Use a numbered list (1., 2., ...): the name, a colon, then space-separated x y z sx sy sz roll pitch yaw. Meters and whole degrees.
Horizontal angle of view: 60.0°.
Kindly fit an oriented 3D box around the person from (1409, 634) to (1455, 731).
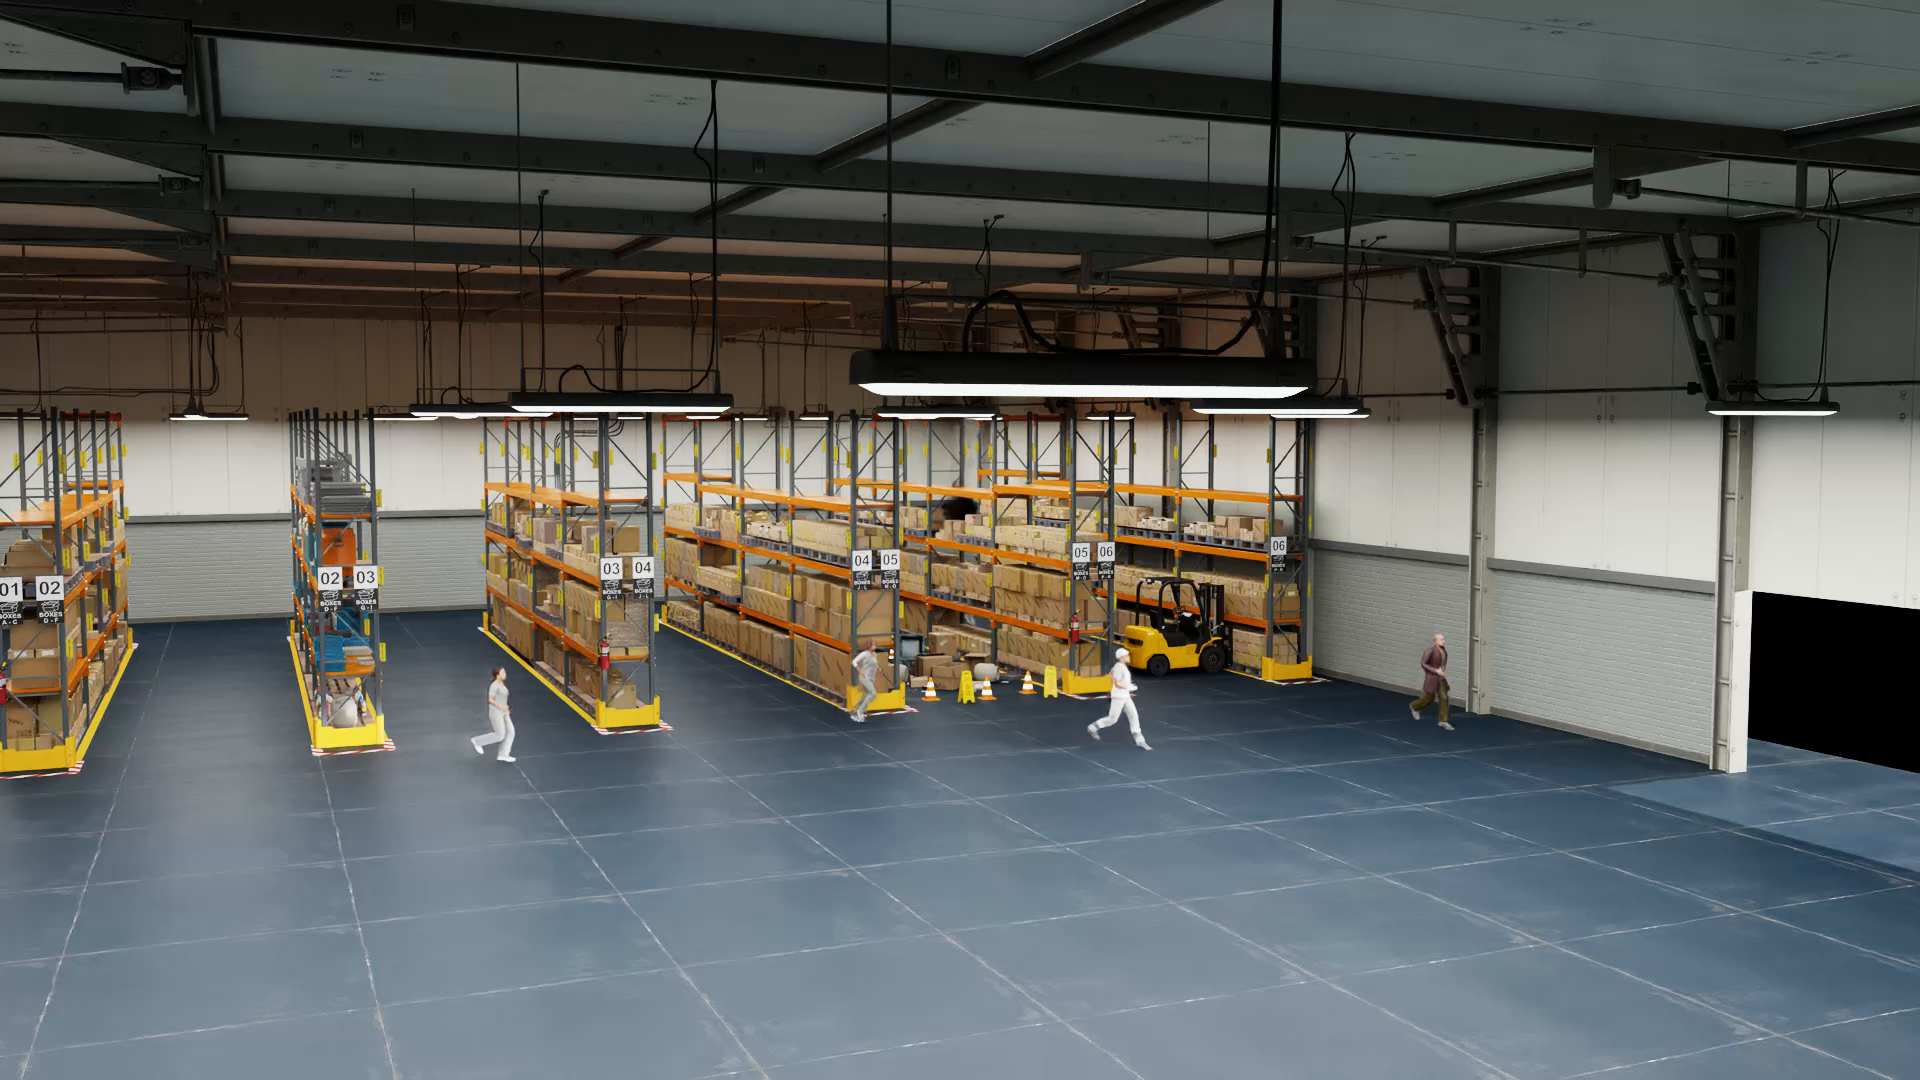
1. person: 8.932 2.645 31.357 0.734 1.774 1.076 -3 5 -35

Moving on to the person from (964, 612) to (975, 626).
1. person: 0.214 1.663 45.521 0.687 1.738 0.551 -2 4 -25

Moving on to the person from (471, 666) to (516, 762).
1. person: -7.902 2.947 28.175 0.721 1.624 0.560 0 4 3

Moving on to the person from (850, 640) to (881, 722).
1. person: -1.783 2.695 31.949 0.619 1.567 0.519 2 4 24

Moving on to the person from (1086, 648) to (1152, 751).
1. person: 2.784 2.792 29.171 1.163 1.791 0.614 2 4 22
